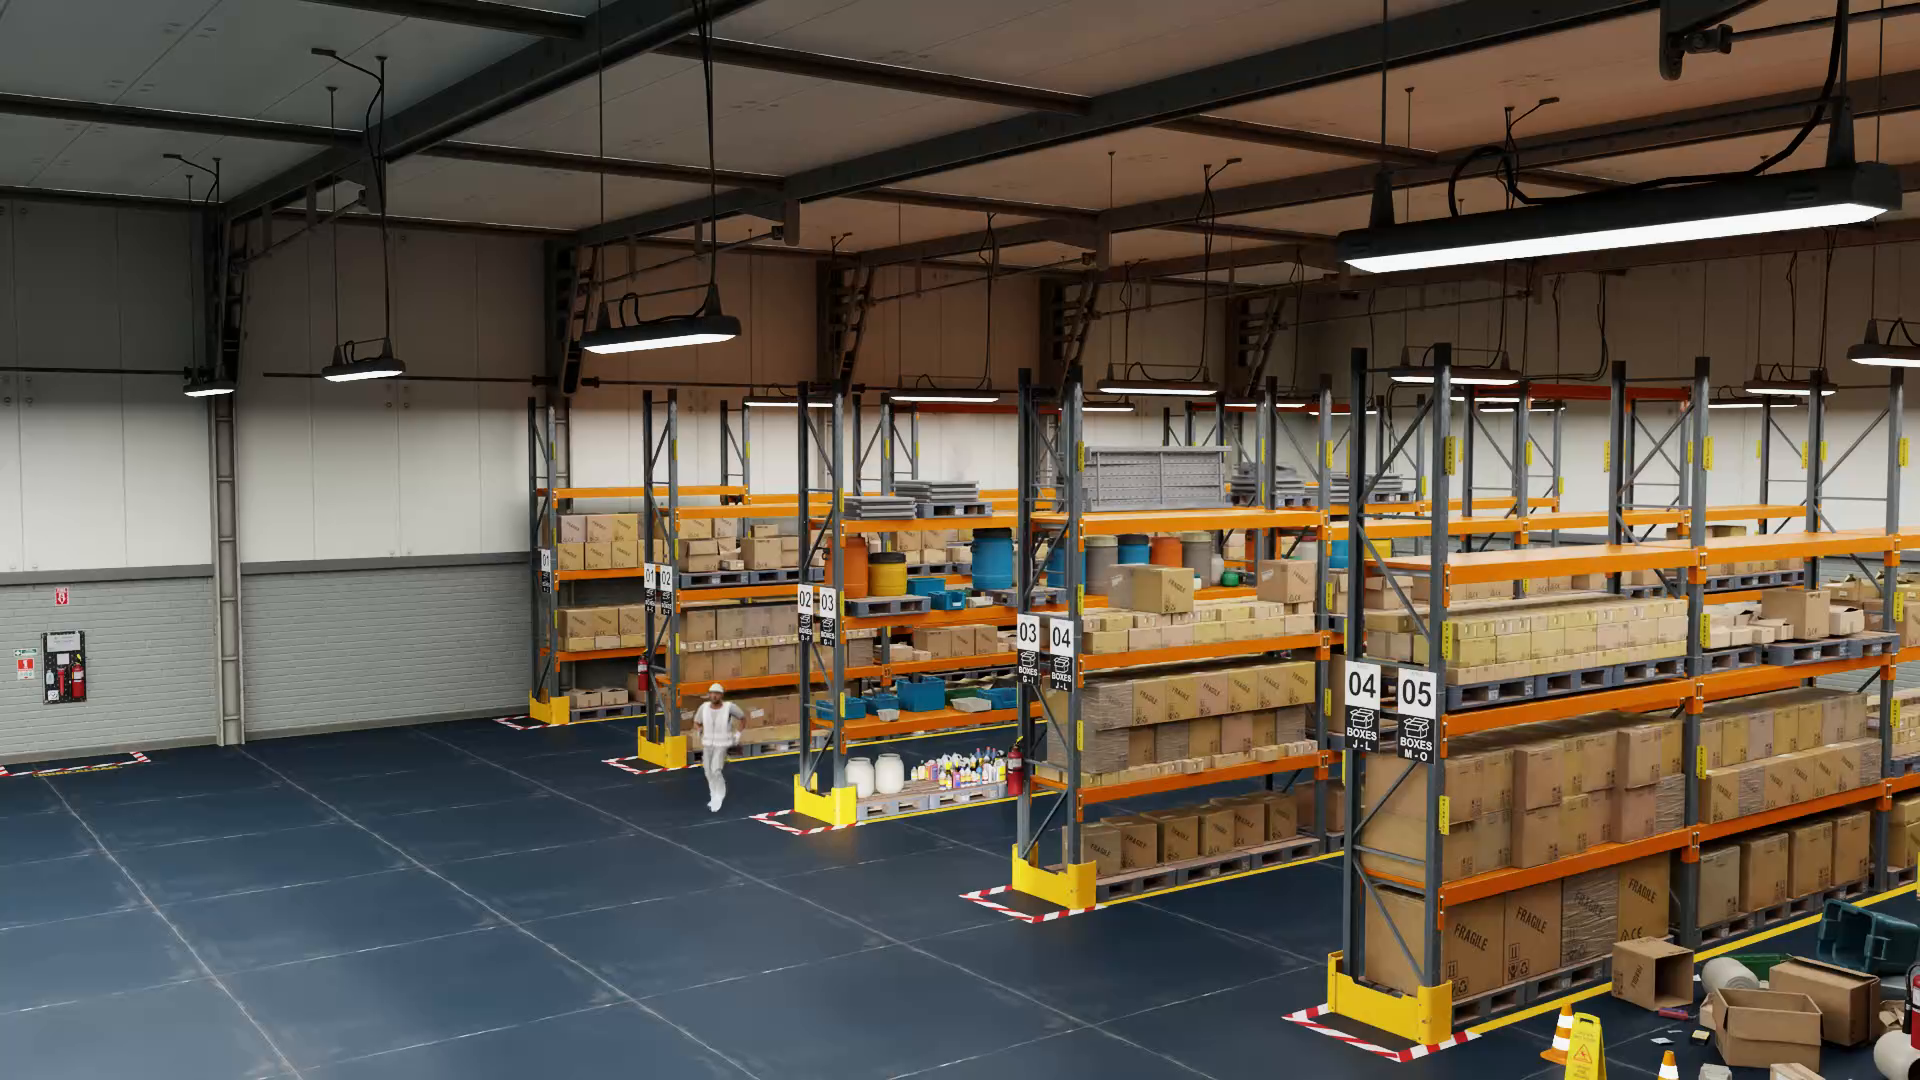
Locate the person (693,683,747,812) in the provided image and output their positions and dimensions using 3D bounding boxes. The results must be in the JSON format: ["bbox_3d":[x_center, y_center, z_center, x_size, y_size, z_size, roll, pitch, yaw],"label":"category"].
[{"bbox_3d":[-3.423,2.906,23.297,0.699,1.795,0.690,1,4,16],"label":"person"}]
